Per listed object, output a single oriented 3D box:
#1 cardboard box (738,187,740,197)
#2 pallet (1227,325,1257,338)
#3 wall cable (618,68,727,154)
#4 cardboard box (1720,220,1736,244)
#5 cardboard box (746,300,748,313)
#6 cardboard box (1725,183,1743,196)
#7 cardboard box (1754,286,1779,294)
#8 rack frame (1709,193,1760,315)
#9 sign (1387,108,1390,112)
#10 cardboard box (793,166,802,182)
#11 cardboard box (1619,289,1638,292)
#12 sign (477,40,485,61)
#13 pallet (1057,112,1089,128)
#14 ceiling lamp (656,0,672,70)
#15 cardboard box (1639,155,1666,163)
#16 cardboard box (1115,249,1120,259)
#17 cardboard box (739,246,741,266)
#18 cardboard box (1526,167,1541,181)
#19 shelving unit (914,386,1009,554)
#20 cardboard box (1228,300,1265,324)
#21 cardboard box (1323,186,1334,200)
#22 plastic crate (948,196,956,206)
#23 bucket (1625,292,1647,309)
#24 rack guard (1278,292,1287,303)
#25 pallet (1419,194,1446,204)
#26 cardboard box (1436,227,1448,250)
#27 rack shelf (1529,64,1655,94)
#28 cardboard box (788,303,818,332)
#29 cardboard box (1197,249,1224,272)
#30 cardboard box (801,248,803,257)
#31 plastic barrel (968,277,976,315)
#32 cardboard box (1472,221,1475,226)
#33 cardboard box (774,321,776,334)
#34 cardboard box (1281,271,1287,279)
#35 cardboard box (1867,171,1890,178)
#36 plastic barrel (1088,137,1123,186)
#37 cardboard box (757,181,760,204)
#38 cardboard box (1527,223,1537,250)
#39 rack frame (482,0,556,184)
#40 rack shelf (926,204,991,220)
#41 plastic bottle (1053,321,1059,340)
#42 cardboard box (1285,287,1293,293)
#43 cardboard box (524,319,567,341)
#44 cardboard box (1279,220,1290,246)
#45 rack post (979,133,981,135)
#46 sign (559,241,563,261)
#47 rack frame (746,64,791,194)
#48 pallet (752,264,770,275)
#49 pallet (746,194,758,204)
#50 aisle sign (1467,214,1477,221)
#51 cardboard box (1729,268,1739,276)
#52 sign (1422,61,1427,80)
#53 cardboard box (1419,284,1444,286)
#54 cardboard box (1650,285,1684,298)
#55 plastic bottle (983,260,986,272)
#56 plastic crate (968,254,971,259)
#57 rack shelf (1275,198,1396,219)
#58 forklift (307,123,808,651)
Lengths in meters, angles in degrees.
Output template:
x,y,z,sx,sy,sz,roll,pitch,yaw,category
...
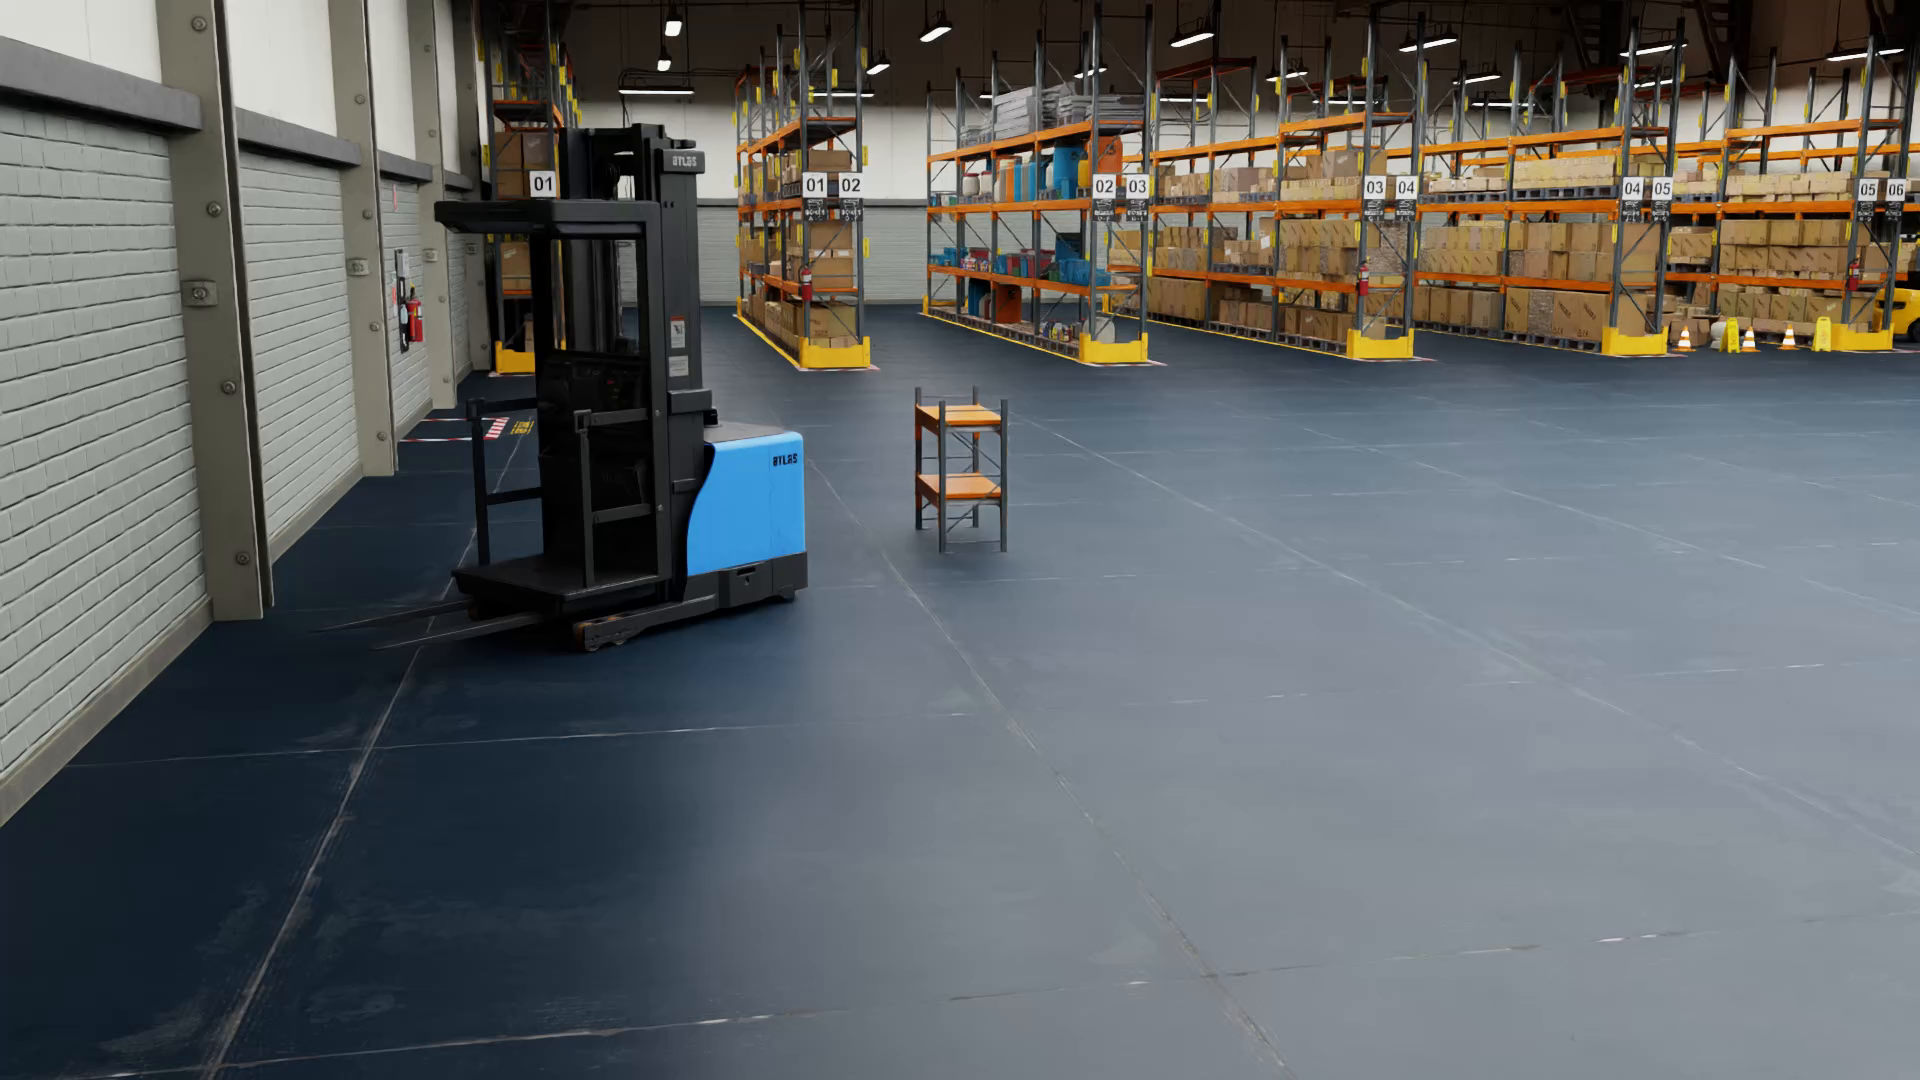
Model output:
x,y,z,sx,sy,sz,roll,pitch,yaw,category
-5.385,-8.883,42.389,0.500,0.250,0.500,-2,11,-11,cardboard box
6.429,-4.497,35.761,1.003,0.211,1.213,-2,11,-11,pallet
-8.184,-12.212,47.589,3.097,2.526,0.112,-2,11,-11,wall cable
16.416,-6.459,34.870,0.700,0.500,0.500,-2,11,-12,cardboard box
-4.986,-5.735,40.820,0.500,0.311,0.500,-2,11,-11,cardboard box
16.360,-7.316,34.696,0.500,0.250,0.500,-2,11,-12,cardboard box
16.516,-5.117,34.047,0.380,0.149,0.250,-1,11,-8,cardboard box
16.543,-5.861,35.466,1.000,3.000,0.127,-2,11,-11,rack frame
10.695,-10.634,41.580,0.100,0.325,0.005,-2,11,-11,sign
-2.600,-6.284,28.570,0.500,0.250,0.500,-2,11,-11,cardboard box
15.712,-5.887,40.161,0.875,0.875,0.875,-2,11,-12,cardboard box
-7.524,-7.694,26.130,0.100,0.325,0.005,-2,11,-11,sign
2.392,-7.604,30.153,1.003,0.211,1.213,-2,11,-11,pallet
-6.395,-12.191,37.068,0.800,3.185,2.000,-2,11,-11,ceiling lamp
12.733,-6.999,30.571,0.380,0.149,0.250,-2,11,-10,cardboard box
4.425,-7.581,44.108,0.500,0.250,0.500,-2,11,-12,cardboard box
-5.402,-7.300,42.760,0.500,0.500,0.500,-2,11,-10,cardboard box
11.628,-7.271,33.070,0.500,0.250,0.500,-2,11,-11,cardboard box
-0.001,-0.554,12.598,0.538,1.125,1.048,-2,11,-11,shelving unit
6.315,-4.999,36.446,0.700,0.500,0.500,-3,11,-16,cardboard box
7.066,-6.432,30.844,0.500,0.250,0.500,-2,11,-10,cardboard box
-0.082,-8.334,40.887,0.416,0.233,0.300,-2,11,-11,plastic crate
13.995,-4.860,34.896,0.726,0.611,0.620,2,1,9,bucket
9.388,-6.621,46.147,1.175,0.500,0.348,-2,11,-11,rack guard
11.107,-7.660,37.404,1.213,0.211,1.003,-2,11,-8,pallet
11.107,-6.761,37.253,0.700,0.500,0.500,-2,11,-12,cardboard box
15.376,-11.188,40.443,1.077,0.370,4.000,-2,11,-11,rack shelf
-2.818,-3.993,29.880,0.500,0.500,0.500,-2,11,-11,cardboard box
5.705,-6.365,37.846,0.500,0.500,0.500,-2,11,-9,cardboard box
-2.579,-5.027,29.085,0.380,0.149,0.250,-2,11,-9,cardboard box
0.497,-5.863,39.965,0.600,0.901,0.708,-2,11,-11,plastic barrel
14.237,-8.654,45.466,0.380,0.149,0.250,-2,11,-10,cardboard box
-3.457,-4.249,33.226,0.500,0.250,0.500,-2,11,-10,cardboard box
6.605,-5.280,33.088,0.380,0.149,0.250,-2,11,-11,cardboard box
17.452,-6.942,31.662,0.380,0.149,0.250,-2,11,-11,cardboard box
2.523,-6.562,28.856,0.600,0.830,0.708,-2,11,-11,plastic barrel
-3.992,-7.665,36.655,0.910,0.500,0.500,-2,11,-11,cardboard box
11.966,-6.101,33.438,0.875,0.550,0.550,-2,11,-11,cardboard box
-6.976,-7.173,26.318,1.000,3.000,0.127,-2,11,-11,rack frame
0.019,-8.274,42.049,1.077,0.370,4.000,-2,11,-11,rack shelf
1.833,-3.959,31.384,0.144,0.351,0.185,-2,11,-11,plastic bottle
9.142,-6.853,45.588,0.380,0.149,0.250,-3,11,-14,cardboard box
-7.227,-3.586,29.021,0.700,0.500,0.500,-3,11,-15,cardboard box
6.661,-6.095,32.960,0.500,0.500,0.500,-2,11,-11,cardboard box
0.927,-9.122,37.895,0.937,0.300,0.954,-1,11,-5,rack post
-6.444,-4.671,26.902,0.100,0.325,0.005,-2,11,-11,sign
-4.451,-9.555,38.831,1.000,3.000,0.127,-2,11,-11,rack frame
-3.874,-5.902,36.196,1.213,0.211,1.003,-2,11,-11,pallet
-4.189,-7.677,37.489,1.213,0.211,1.003,-2,11,-11,pallet
14.499,-9.363,46.915,0.394,0.787,0.004,-2,11,-11,aisle sign
16.390,-5.623,34.891,0.380,0.149,0.250,-2,11,-9,cardboard box
8.133,-8.231,29.166,0.100,0.325,0.005,-2,11,-11,sign
11.033,-5.878,39.112,0.500,0.250,0.500,-3,11,-14,cardboard box
19.433,-6.757,45.737,0.700,0.500,0.500,-3,11,-13,cardboard box
0.564,-6.185,37.513,0.097,0.271,0.097,0,11,0,plastic bottle
0.292,-7.046,41.847,0.437,0.282,0.530,-2,11,-11,plastic crate
7.211,-6.254,31.432,1.077,0.370,4.000,-2,11,-11,rack shelf
-2.305,-0.915,9.667,1.130,2.935,3.031,9,14,39,forklift
